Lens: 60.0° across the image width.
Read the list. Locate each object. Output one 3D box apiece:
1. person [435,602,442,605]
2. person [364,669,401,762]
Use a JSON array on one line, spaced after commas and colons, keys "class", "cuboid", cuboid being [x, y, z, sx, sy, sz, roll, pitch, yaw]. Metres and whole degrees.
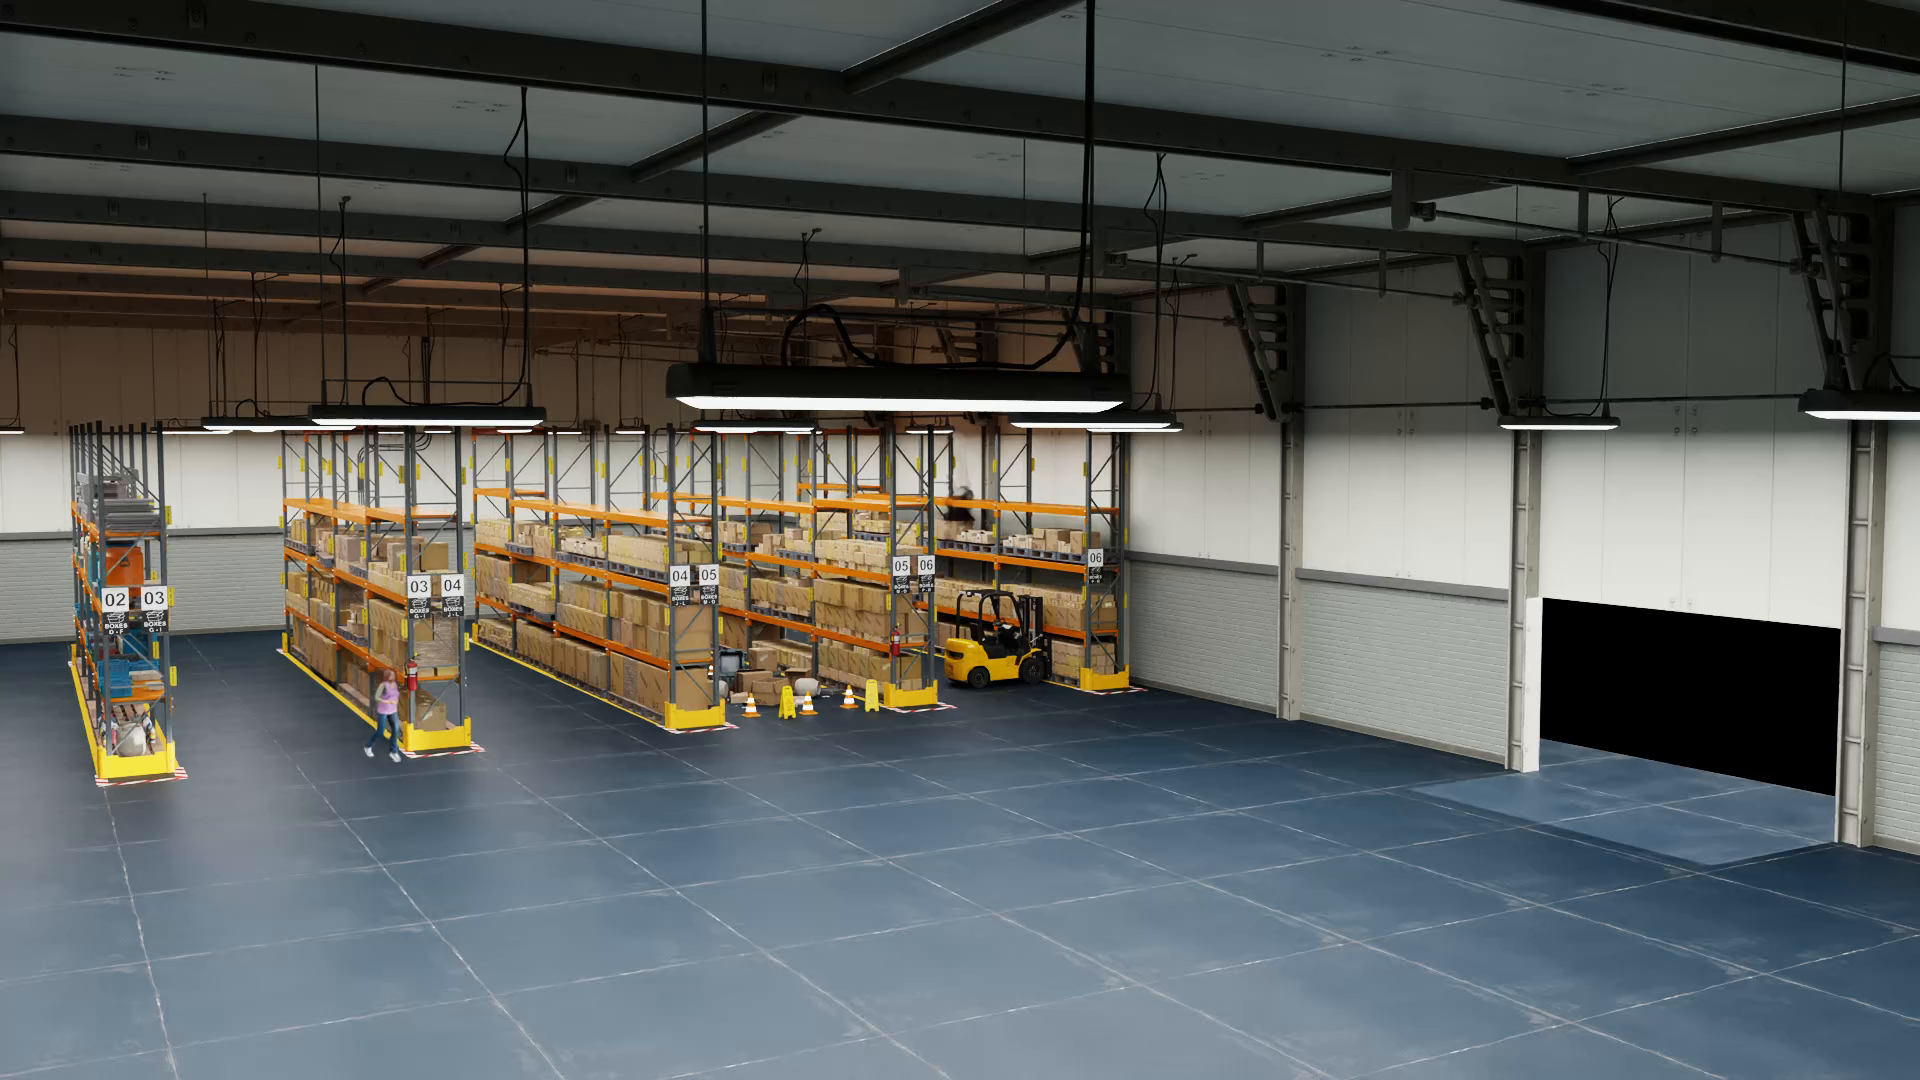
[{"class": "person", "cuboid": [-14.203, 2.064, 45.062, 0.722, 1.768, 0.915, -2, 4, -23]}, {"class": "person", "cuboid": [-10.202, 3.097, 29.564, 0.799, 1.619, 0.566, 2, 4, 27]}]
